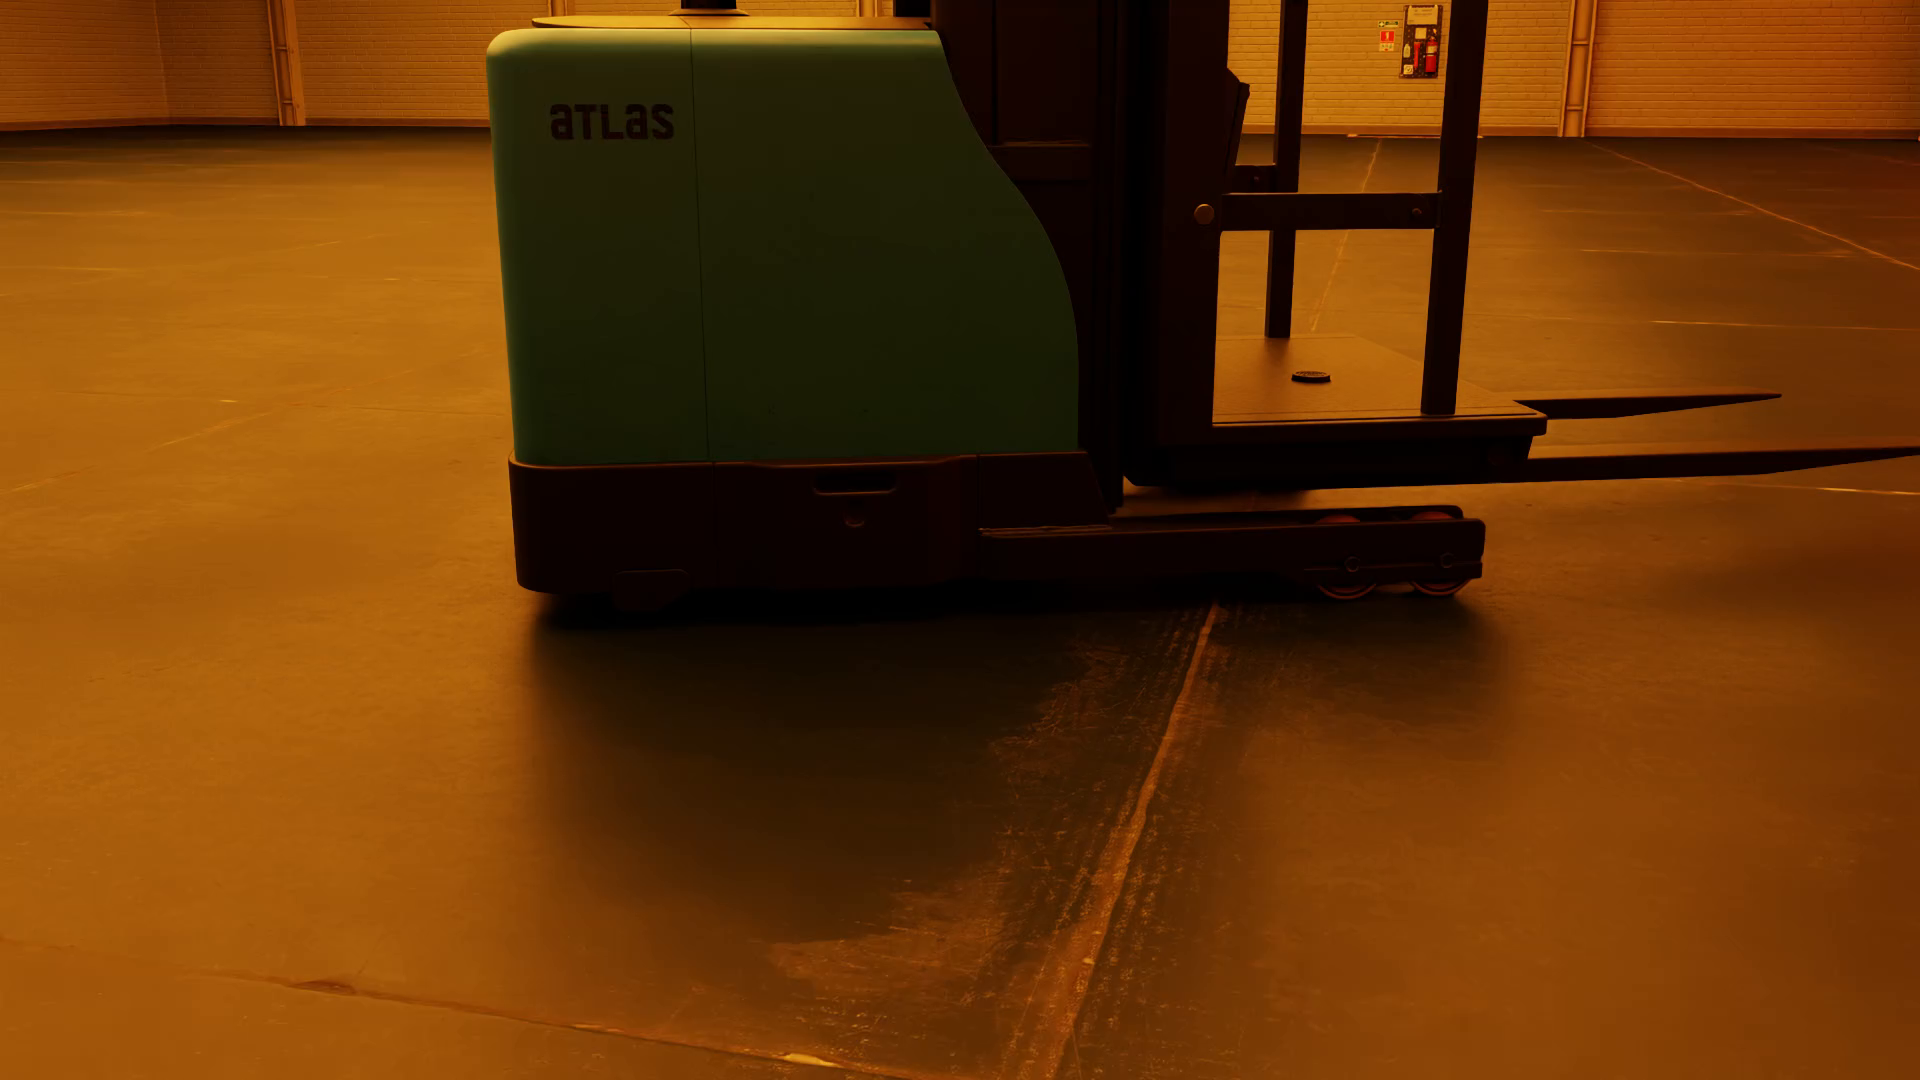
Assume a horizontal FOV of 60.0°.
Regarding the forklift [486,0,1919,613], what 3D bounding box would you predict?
[{"bbox_3d":[0.603,-1.433,3.382,3.031,2.935,1.130,-2,16,-7],"label":"forklift"}]
